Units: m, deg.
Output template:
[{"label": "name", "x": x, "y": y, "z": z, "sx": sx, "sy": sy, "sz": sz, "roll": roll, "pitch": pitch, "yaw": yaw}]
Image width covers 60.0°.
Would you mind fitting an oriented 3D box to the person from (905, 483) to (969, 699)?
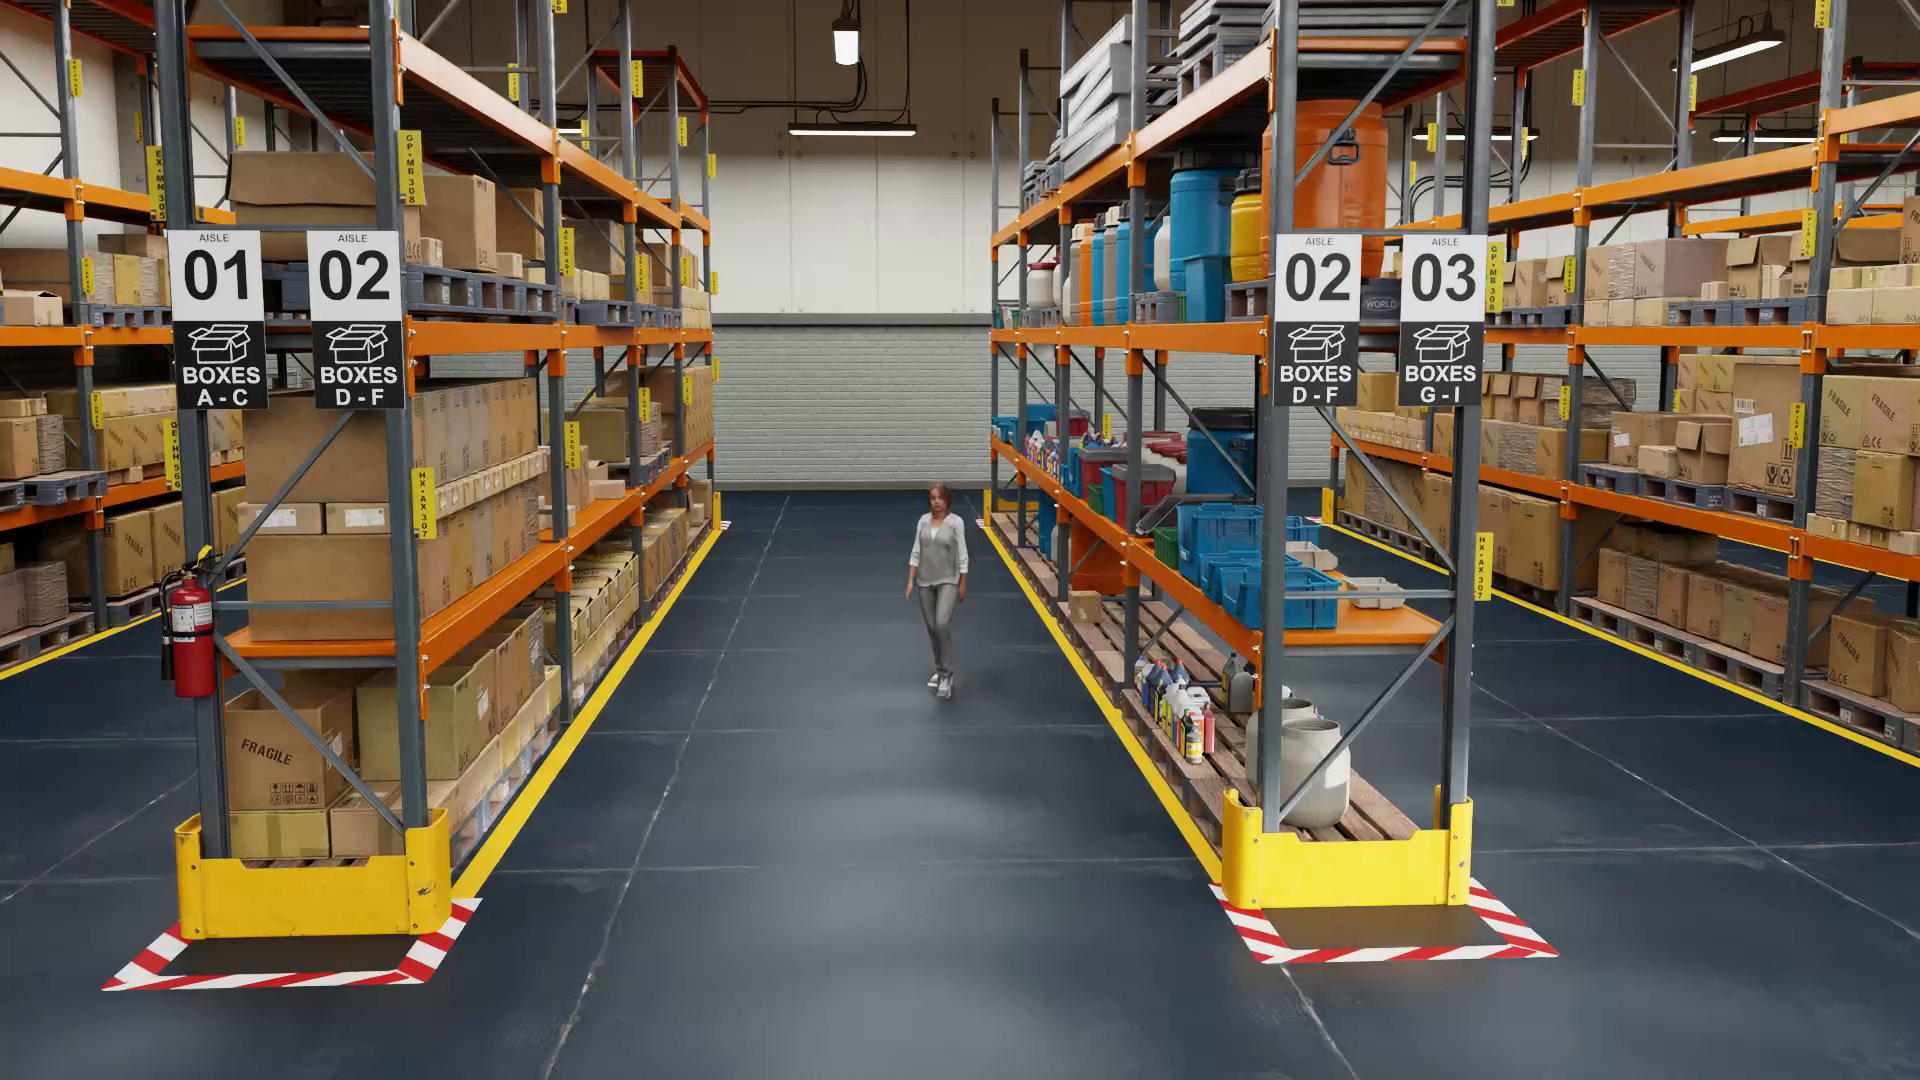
[{"label": "person", "x": -0.173, "y": 0.383, "z": 12.742, "sx": 0.415, "sy": 1.639, "sz": 0.476, "roll": 3, "pitch": 8, "yaw": 24}]
